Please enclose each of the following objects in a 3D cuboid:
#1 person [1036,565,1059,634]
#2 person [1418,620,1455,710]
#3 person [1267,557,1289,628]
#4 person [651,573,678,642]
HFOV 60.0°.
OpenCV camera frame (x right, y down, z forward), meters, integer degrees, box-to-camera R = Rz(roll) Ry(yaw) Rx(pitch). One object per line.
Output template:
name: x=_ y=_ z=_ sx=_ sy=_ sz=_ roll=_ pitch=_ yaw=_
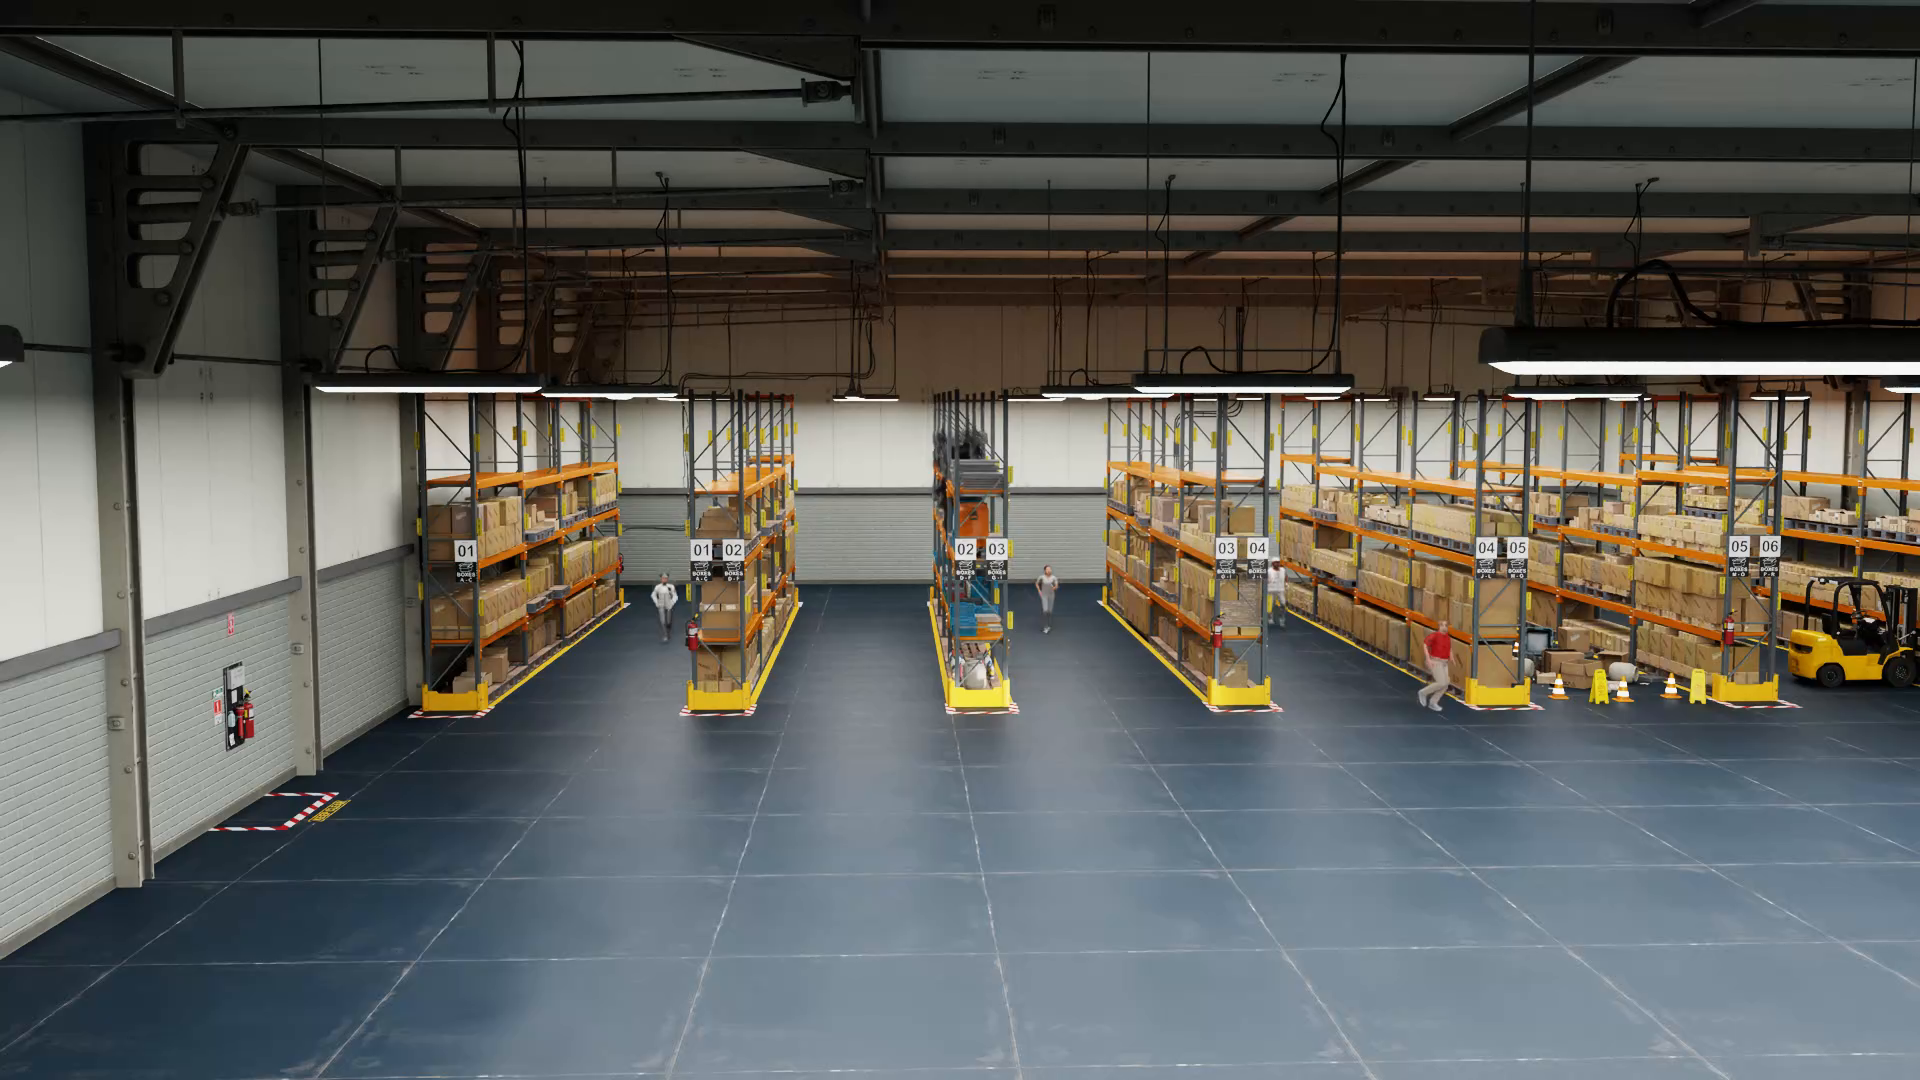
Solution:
person: x=2.206 y=1.486 z=41.883 sx=0.555 sy=1.727 sz=0.683 roll=-1 pitch=5 yaw=-8
person: x=9.029 y=2.345 z=31.304 sx=0.704 sy=1.668 sz=0.552 roll=-4 pitch=6 yaw=-42
person: x=8.143 y=1.351 z=42.767 sx=0.678 sy=1.828 sz=0.753 roll=0 pitch=5 yaw=0
person: x=-7.153 y=1.614 z=40.249 sx=0.628 sy=1.673 sz=0.566 roll=-1 pitch=5 yaw=-9
